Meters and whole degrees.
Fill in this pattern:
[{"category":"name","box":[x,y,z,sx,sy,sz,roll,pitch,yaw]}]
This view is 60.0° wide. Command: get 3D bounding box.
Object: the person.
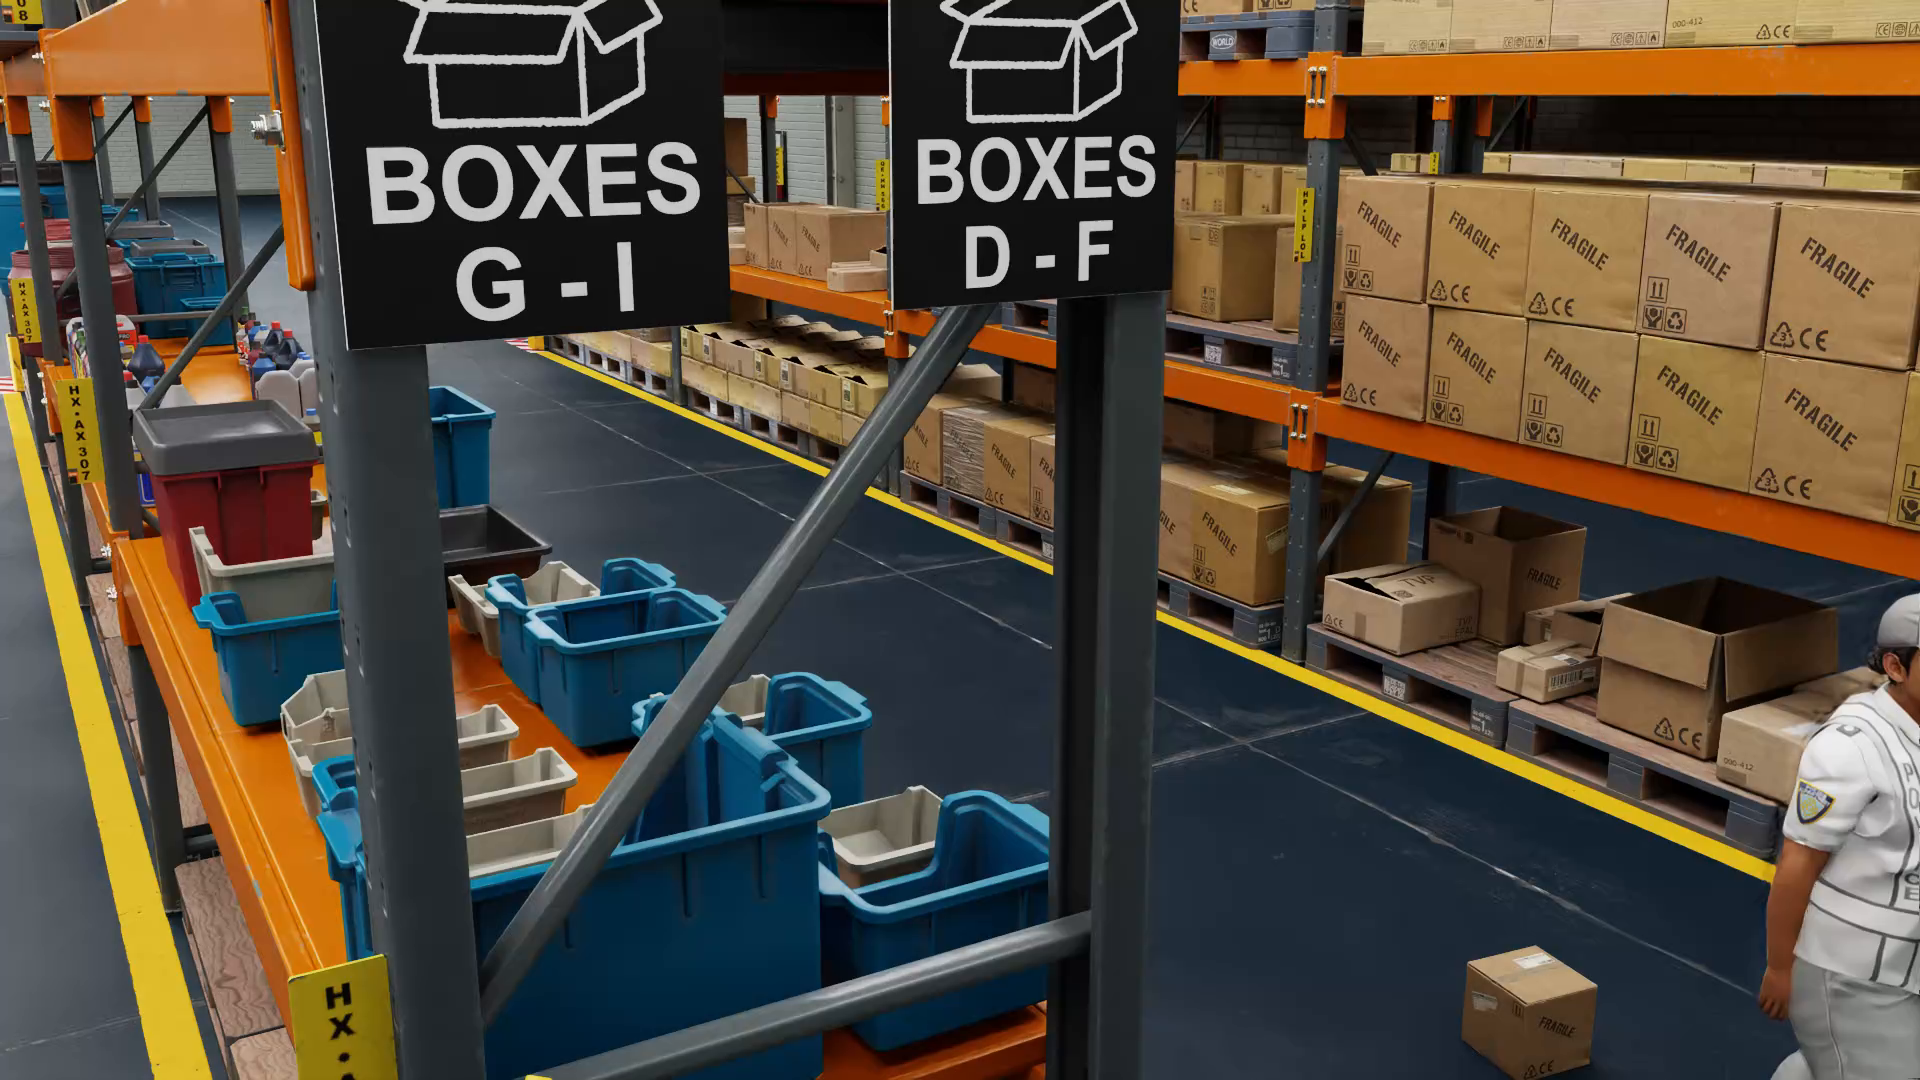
[{"category":"person","box":[2.007,0.946,3.533,0.491,1.709,0.723,-8,17,-29]}]
